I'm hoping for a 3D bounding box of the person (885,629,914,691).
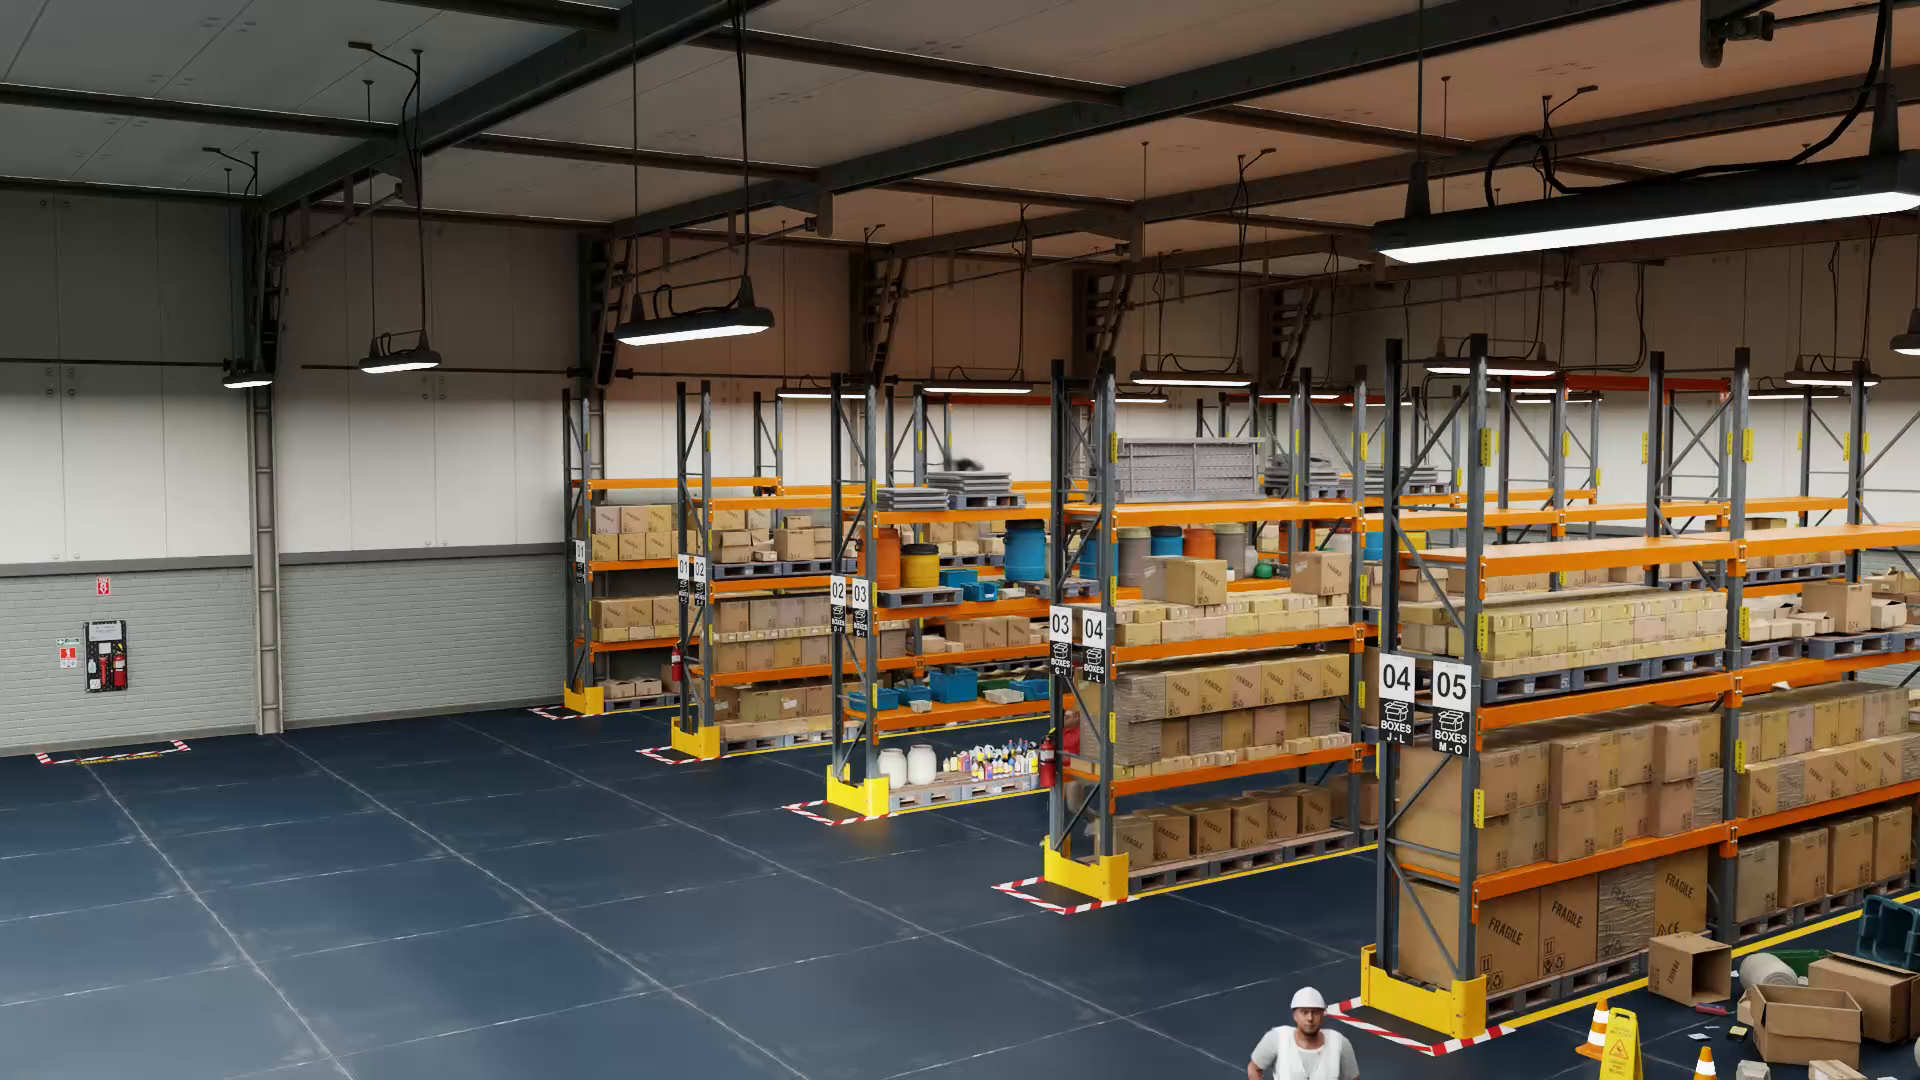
[{"bbox_3d":[-1.137,2.276,31.092,0.943,1.776,0.710,-3,5,-40],"label":"person"}]

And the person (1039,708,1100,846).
[{"bbox_3d":[1.365,2.950,20.811,0.942,1.695,0.659,-3,5,-42],"label":"person"}]

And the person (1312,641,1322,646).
[{"bbox_3d":[6.880,2.345,31.968,0.542,1.589,0.702,3,5,42],"label":"person"}]

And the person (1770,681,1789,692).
[{"bbox_3d":[11.294,2.814,22.980,0.650,1.772,0.641,-3,5,-41],"label":"person"}]

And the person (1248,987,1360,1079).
[{"bbox_3d":[2.139,3.634,10.278,0.683,1.734,0.592,0,4,5],"label":"person"}]
